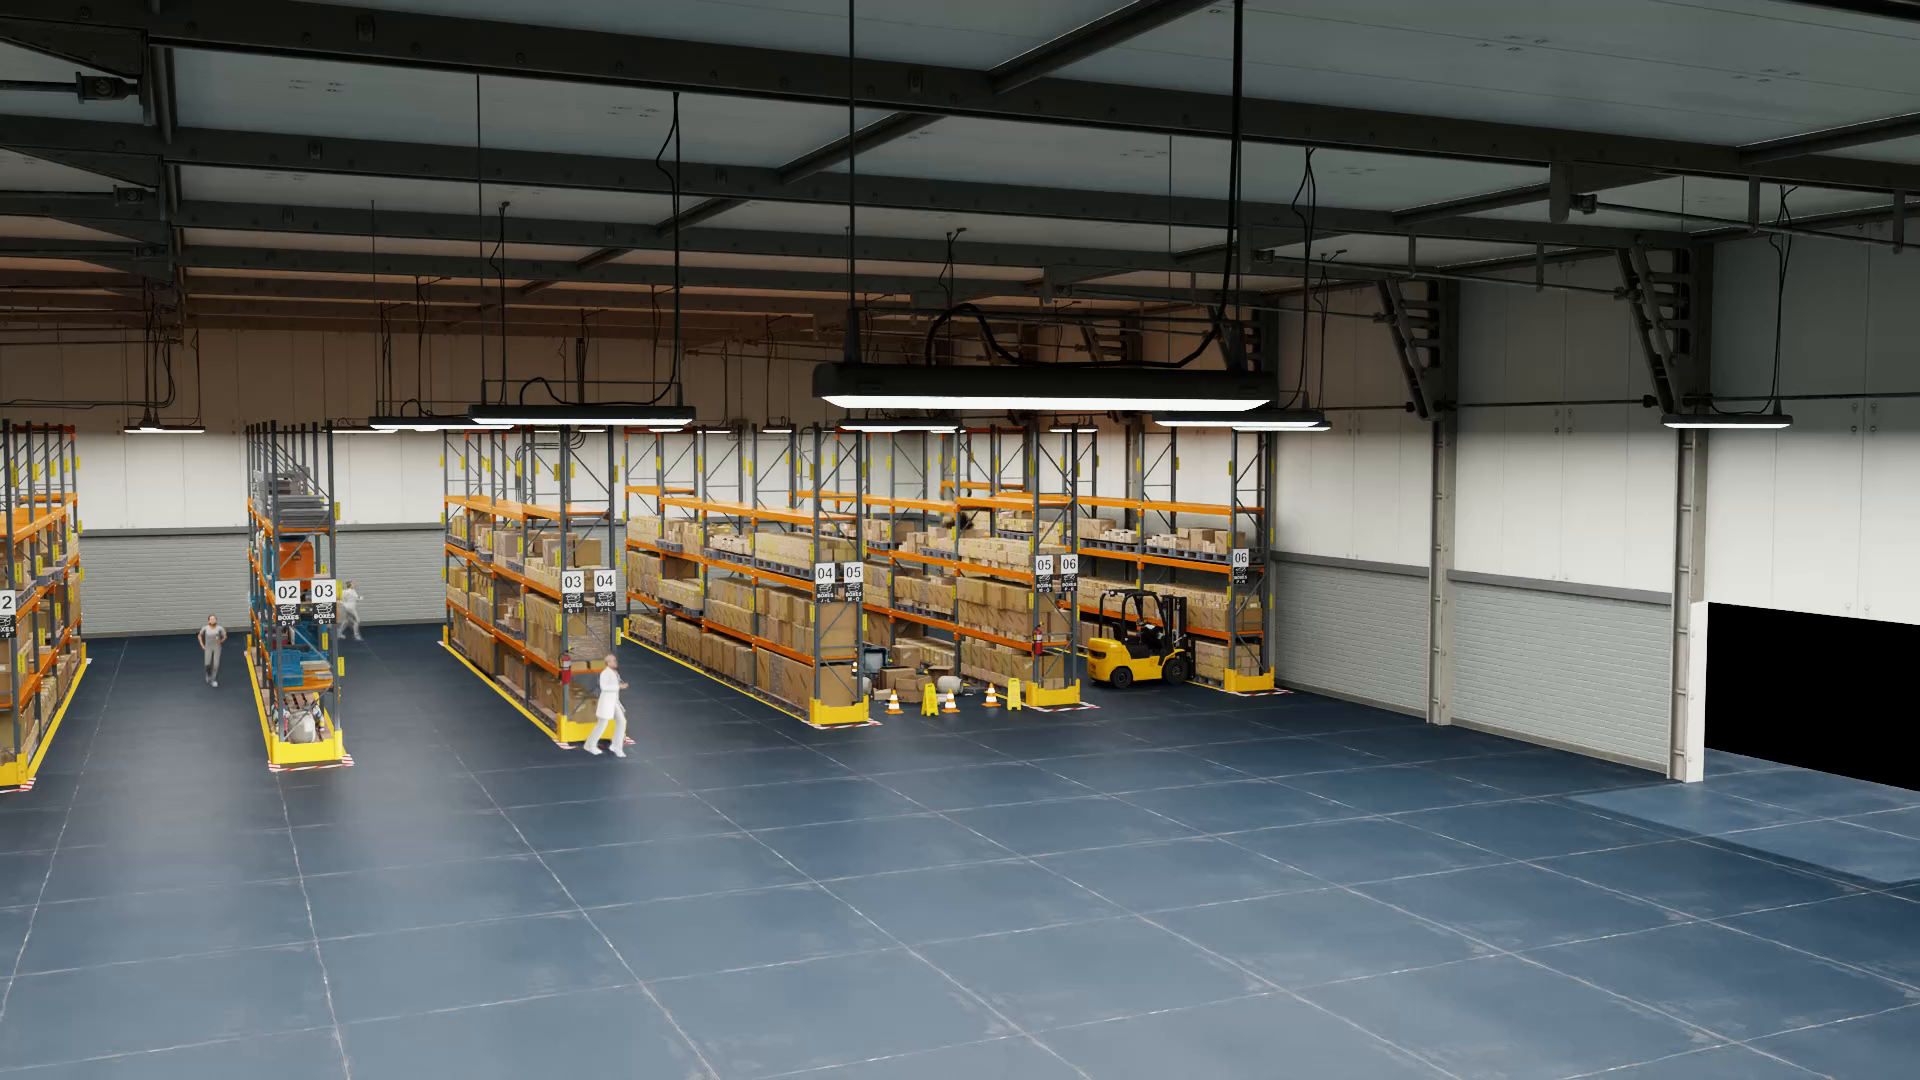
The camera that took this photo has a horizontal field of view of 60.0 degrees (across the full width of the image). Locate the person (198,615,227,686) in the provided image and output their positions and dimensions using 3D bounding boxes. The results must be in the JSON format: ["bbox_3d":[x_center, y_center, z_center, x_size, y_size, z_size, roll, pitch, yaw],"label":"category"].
[{"bbox_3d":[-17.086,2.646,38.044,0.609,1.396,0.527,-1,4,-23],"label":"person"}]

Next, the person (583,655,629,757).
[{"bbox_3d":[-6.301,2.986,29.775,0.846,1.853,0.708,1,4,11],"label":"person"}]

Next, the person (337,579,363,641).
[{"bbox_3d":[-17.130,1.971,46.675,0.776,1.754,0.584,0,4,-7],"label":"person"}]
